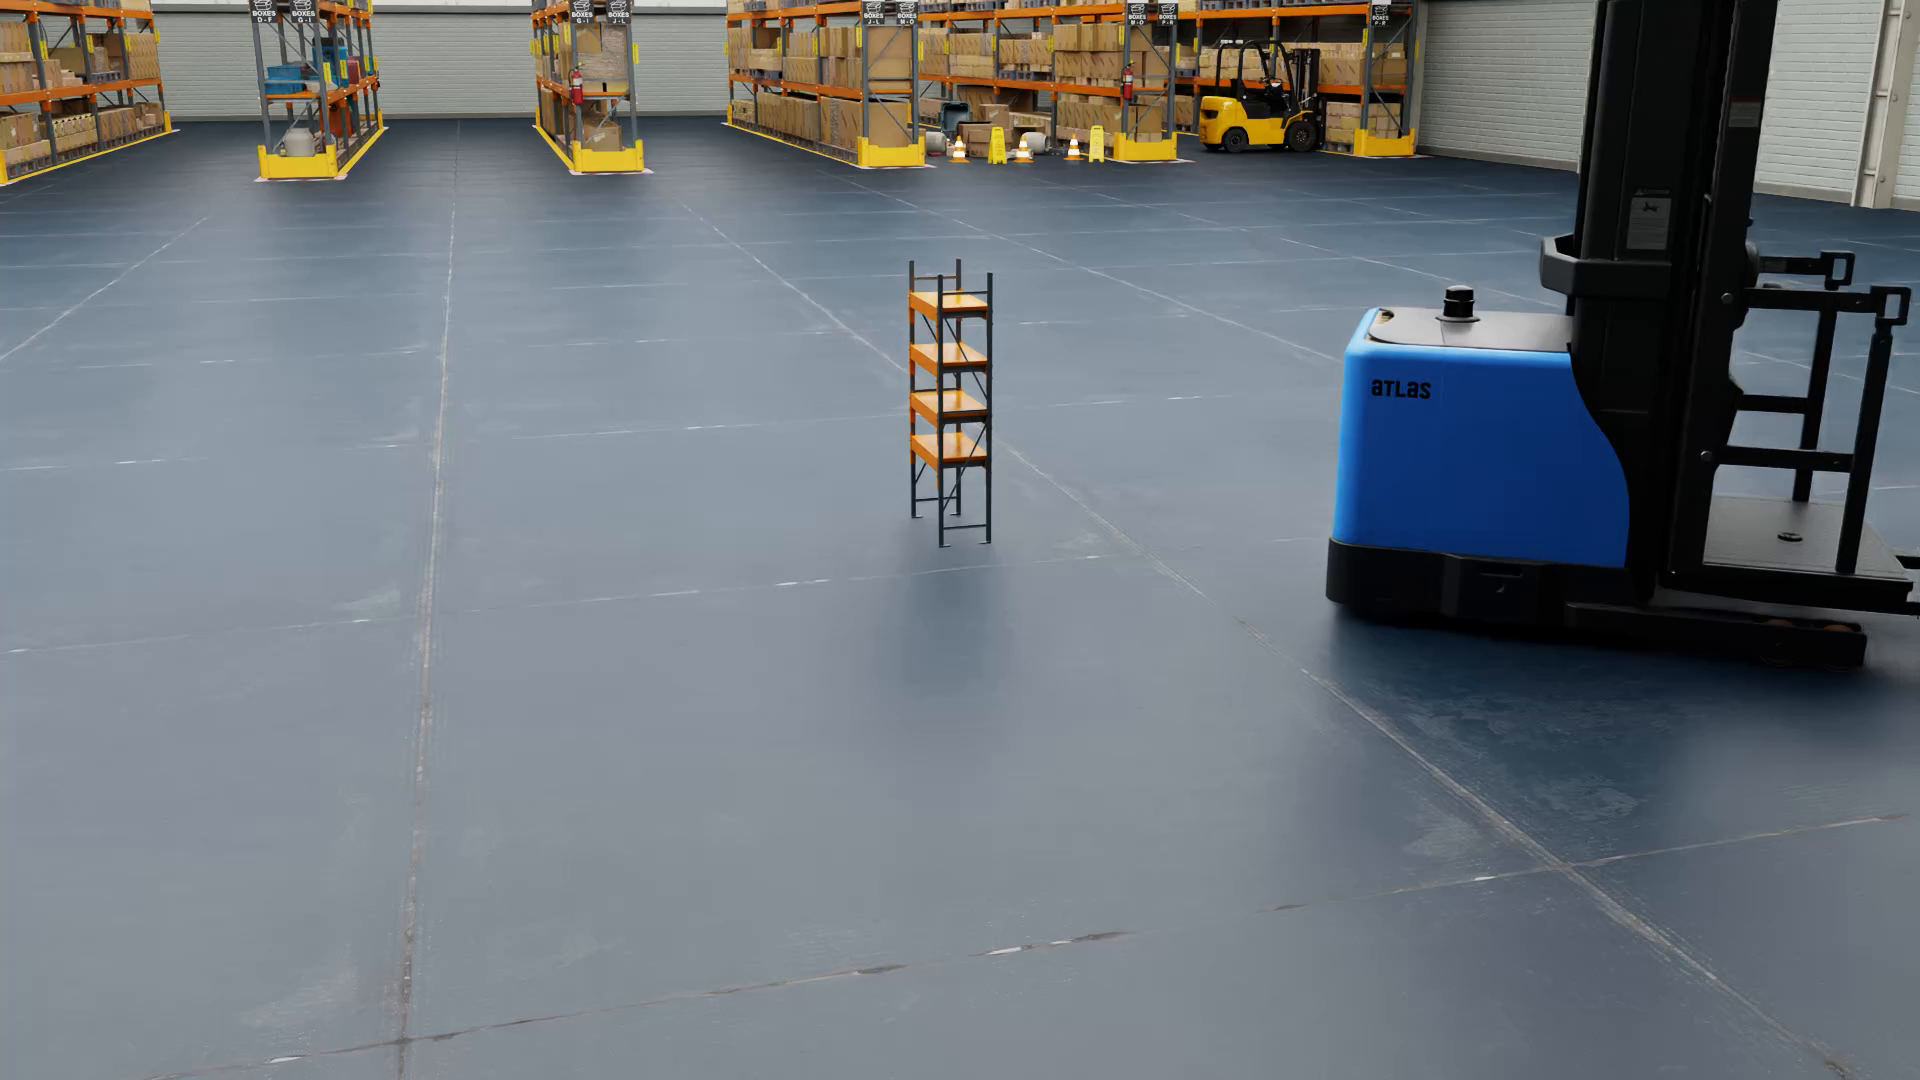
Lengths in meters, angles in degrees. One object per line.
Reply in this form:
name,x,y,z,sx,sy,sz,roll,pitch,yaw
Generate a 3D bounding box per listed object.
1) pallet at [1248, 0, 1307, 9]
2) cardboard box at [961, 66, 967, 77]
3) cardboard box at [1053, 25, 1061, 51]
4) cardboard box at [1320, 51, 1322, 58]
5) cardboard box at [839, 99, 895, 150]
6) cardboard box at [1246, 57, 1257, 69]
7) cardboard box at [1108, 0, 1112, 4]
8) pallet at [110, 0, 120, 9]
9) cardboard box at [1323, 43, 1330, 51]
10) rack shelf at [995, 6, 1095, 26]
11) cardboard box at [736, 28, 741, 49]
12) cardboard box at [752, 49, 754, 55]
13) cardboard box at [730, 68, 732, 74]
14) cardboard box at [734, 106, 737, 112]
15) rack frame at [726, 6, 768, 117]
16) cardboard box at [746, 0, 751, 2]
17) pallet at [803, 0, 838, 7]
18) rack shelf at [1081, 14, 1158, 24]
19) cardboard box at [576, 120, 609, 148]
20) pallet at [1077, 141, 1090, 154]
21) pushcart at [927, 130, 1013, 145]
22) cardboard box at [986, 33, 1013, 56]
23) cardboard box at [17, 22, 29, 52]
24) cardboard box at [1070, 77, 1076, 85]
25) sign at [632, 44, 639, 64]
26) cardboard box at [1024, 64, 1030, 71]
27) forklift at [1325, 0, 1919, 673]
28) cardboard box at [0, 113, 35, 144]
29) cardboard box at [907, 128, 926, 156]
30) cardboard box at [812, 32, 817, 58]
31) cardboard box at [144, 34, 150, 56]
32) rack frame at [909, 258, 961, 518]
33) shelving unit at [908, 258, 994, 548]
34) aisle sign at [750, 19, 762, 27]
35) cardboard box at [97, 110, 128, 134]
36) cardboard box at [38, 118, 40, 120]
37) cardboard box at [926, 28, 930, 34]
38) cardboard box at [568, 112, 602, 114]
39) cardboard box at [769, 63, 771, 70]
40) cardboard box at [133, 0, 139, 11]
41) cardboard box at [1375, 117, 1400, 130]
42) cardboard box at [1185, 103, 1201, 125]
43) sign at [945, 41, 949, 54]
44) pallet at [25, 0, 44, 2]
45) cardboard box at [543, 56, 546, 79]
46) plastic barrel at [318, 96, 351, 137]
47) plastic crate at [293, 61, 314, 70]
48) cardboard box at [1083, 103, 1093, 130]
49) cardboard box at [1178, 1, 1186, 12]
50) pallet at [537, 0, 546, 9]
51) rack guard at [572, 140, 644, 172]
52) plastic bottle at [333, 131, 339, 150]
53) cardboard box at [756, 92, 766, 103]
pallet,6.916,-11.662,36.182,0.805,0.209,1.217,-5,18,-17
cardboard box,0.337,-11.393,40.428,0.500,0.250,0.500,-5,17,-16
cardboard box,2.311,-10.211,33.804,0.700,0.500,0.500,-5,17,-16
cardboard box,7.411,-9.895,33.877,0.380,0.149,0.250,-5,17,-16
cardboard box,-1.727,-7.764,31.050,0.875,0.875,0.875,-5,17,-16
cardboard box,6.641,-10.499,36.583,0.500,0.250,0.500,-5,17,-17
cardboard box,2.991,-10.110,31.117,0.380,0.149,0.250,-4,17,-14
pallet,-18.742,-11.489,35.598,1.213,0.211,1.003,-5,17,-15
cardboard box,7.522,-9.897,33.366,0.380,0.149,0.250,-4,17,-14
rack shelf,1.849,-11.326,35.981,1.077,0.370,4.000,-5,17,-15
cardboard box,-5.353,-12.680,42.021,0.500,0.500,0.500,-5,18,-17
cardboard box,-4.715,-11.547,39.352,0.380,0.149,0.250,-5,17,-15
cardboard box,-5.857,-12.345,43.773,0.380,0.149,0.250,-5,17,-16
cardboard box,-5.712,-11.314,43.611,0.380,0.149,0.250,-5,17,-16
rack frame,-5.631,-12.581,44.121,1.000,3.000,0.127,-5,17,-15
cardboard box,-4.903,-13.186,40.314,0.500,0.250,0.500,-6,18,-18
pallet,-2.632,-10.856,33.498,0.805,0.209,1.217,-5,18,-17
rack shelf,4.422,-13.933,44.657,1.077,0.370,4.000,-5,17,-15
cardboard box,-6.893,-7.630,31.254,0.500,0.500,0.500,1,17,2
pallet,2.956,-7.824,33.133,1.003,0.211,1.213,-5,17,-15
pushcart,0.221,-8.231,34.198,1.648,0.377,0.936,-12,20,-34
cardboard box,0.906,-11.437,38.399,0.500,0.500,0.500,-5,17,-17
cardboard box,-16.527,-8.662,28.647,0.700,0.500,0.500,-5,17,-15
cardboard box,2.433,-9.240,33.436,0.380,0.149,0.250,-4,17,-14
sign,-5.509,-8.249,28.194,0.100,0.325,0.005,-5,17,-15
cardboard box,1.608,-10.313,36.277,0.380,0.149,0.250,-4,17,-14
forklift,2.998,-1.105,6.037,3.031,2.935,1.130,5,17,17
cardboard box,-16.051,-6.971,28.190,0.500,0.500,0.500,-5,17,-15
cardboard box,-0.919,-7.718,32.271,0.500,0.500,0.500,-2,17,-6
cardboard box,-2.618,-10.067,33.842,0.700,0.500,0.500,-5,17,-16
cardboard box,-19.280,-11.577,38.868,0.500,0.500,0.500,-4,17,-14
rack frame,-0.113,-0.688,7.657,0.240,1.200,0.015,-5,17,-15
shelving unit,-0.045,-0.620,7.432,0.258,1.200,0.503,-5,17,-15
aisle sign,-5.362,-13.870,43.894,0.394,0.787,0.004,-5,17,-15
cardboard box,-18.178,-8.952,35.620,0.500,0.500,0.500,-4,17,-15
cardboard box,-17.461,-7.779,31.208,0.500,0.311,0.500,-5,17,-16
cardboard box,-0.682,-13.285,43.427,0.380,0.149,0.250,-5,17,-17
cardboard box,-7.698,-8.525,34.199,0.700,0.500,0.500,-3,17,-11
cardboard box,-4.076,-10.618,37.293,0.380,0.149,0.250,-5,17,-15
cardboard box,-19.160,-12.262,38.106,0.500,0.250,0.500,-5,17,-15
cardboard box,8.340,-8.238,32.844,0.500,0.250,0.500,-4,17,-14
cardboard box,5.748,-10.285,40.092,0.500,0.500,0.500,-4,17,-14
sign,-0.333,-12.302,41.550,0.100,0.325,0.005,-5,17,-15
pallet,-16.910,-9.703,29.660,0.805,0.209,1.217,-5,18,-17
cardboard box,-9.303,-10.872,38.259,0.500,0.500,0.500,-5,17,-15
plastic barrel,-13.142,-8.908,34.936,0.600,0.830,0.708,-5,17,-15
plastic crate,-12.841,-9.172,32.661,0.402,0.464,0.583,-5,17,-15
cardboard box,2.749,-8.303,32.626,0.500,0.500,0.500,-5,17,-17
cardboard box,5.558,-12.807,39.922,0.500,0.250,0.500,-5,17,-15
pallet,-8.457,-11.524,35.717,1.213,0.211,1.003,-4,17,-13
rack guard,-6.051,-6.615,28.605,1.175,0.500,0.348,-5,17,-15
plastic bottle,-11.438,-7.293,30.356,0.144,0.351,0.185,-5,17,-17
cardboard box,-4.582,-10.612,39.879,0.500,0.250,0.500,-5,18,-18
